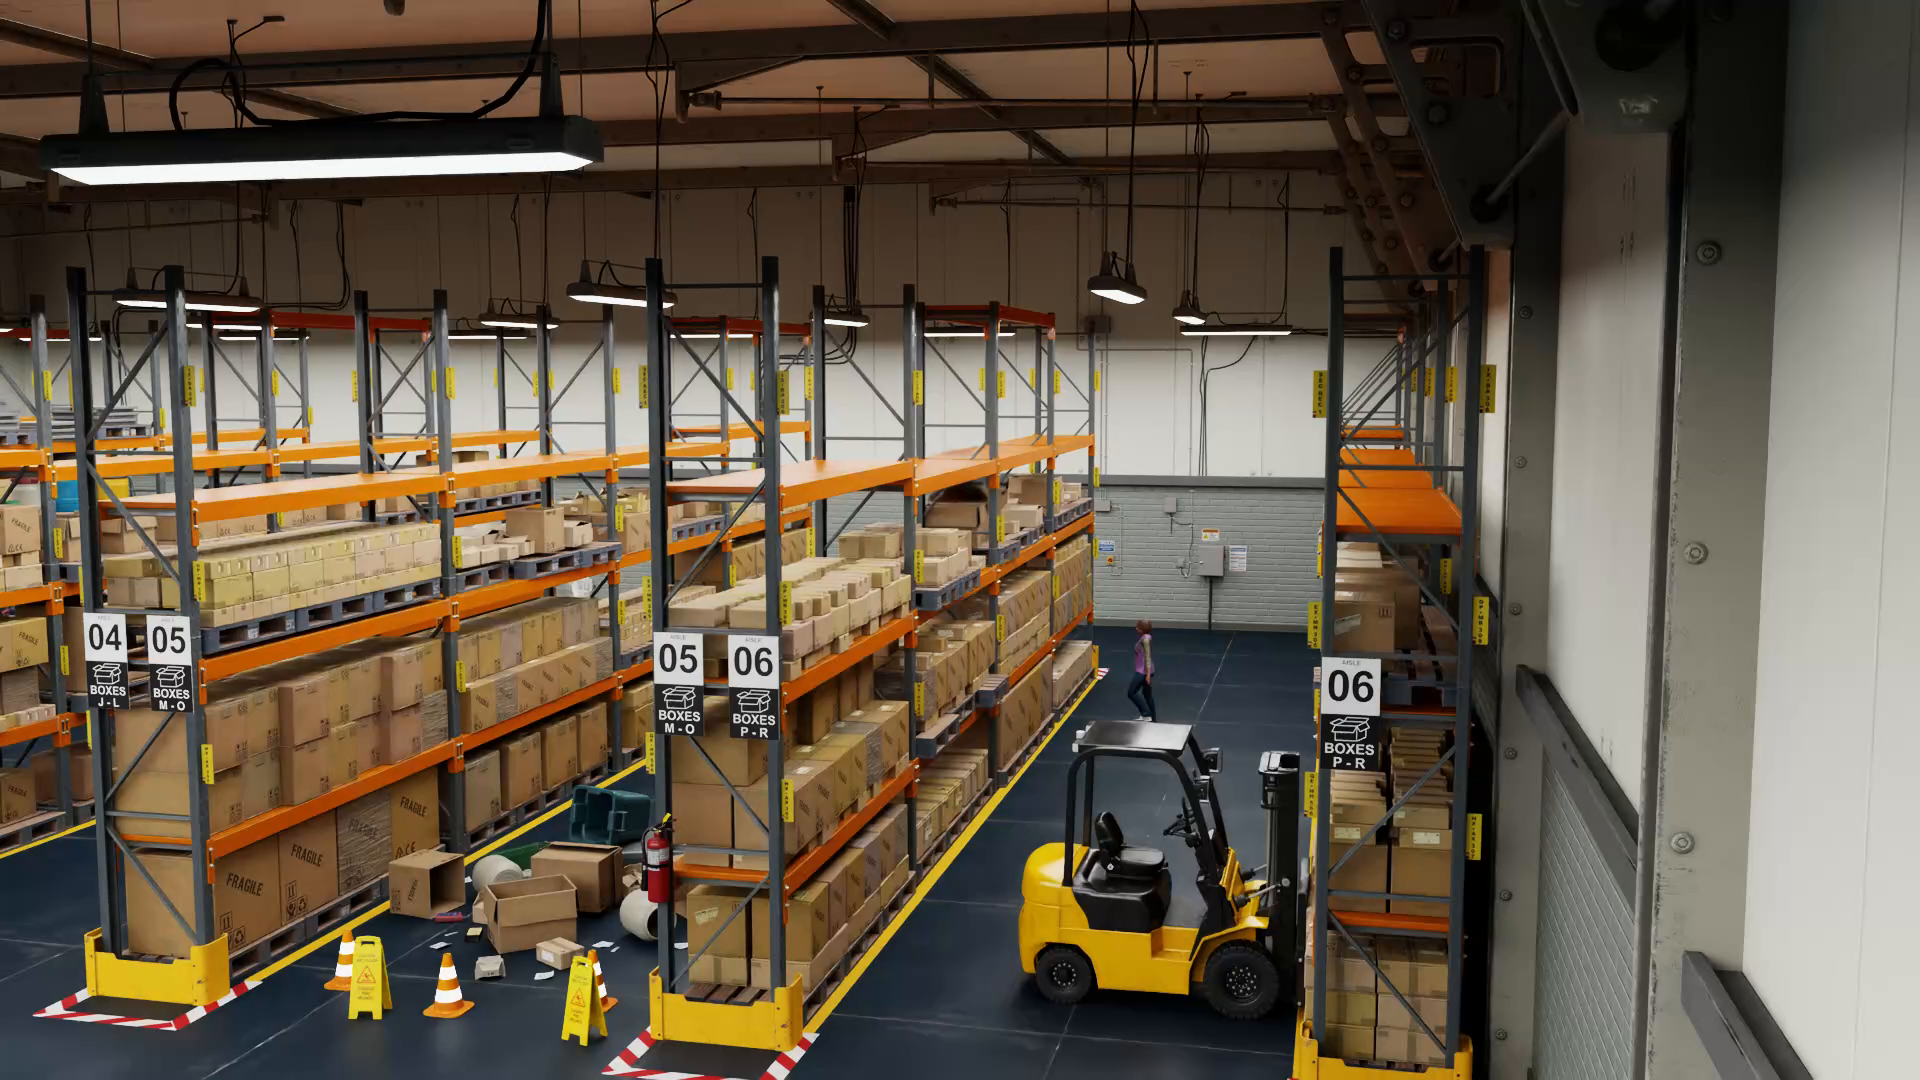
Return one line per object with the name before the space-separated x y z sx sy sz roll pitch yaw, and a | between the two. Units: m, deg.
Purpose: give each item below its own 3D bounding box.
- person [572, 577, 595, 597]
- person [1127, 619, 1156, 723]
person | -7.094 1.140 31.431 0.439 1.681 0.519 2 6 22
person | 2.651 1.933 24.054 0.399 1.597 0.481 2 6 17
